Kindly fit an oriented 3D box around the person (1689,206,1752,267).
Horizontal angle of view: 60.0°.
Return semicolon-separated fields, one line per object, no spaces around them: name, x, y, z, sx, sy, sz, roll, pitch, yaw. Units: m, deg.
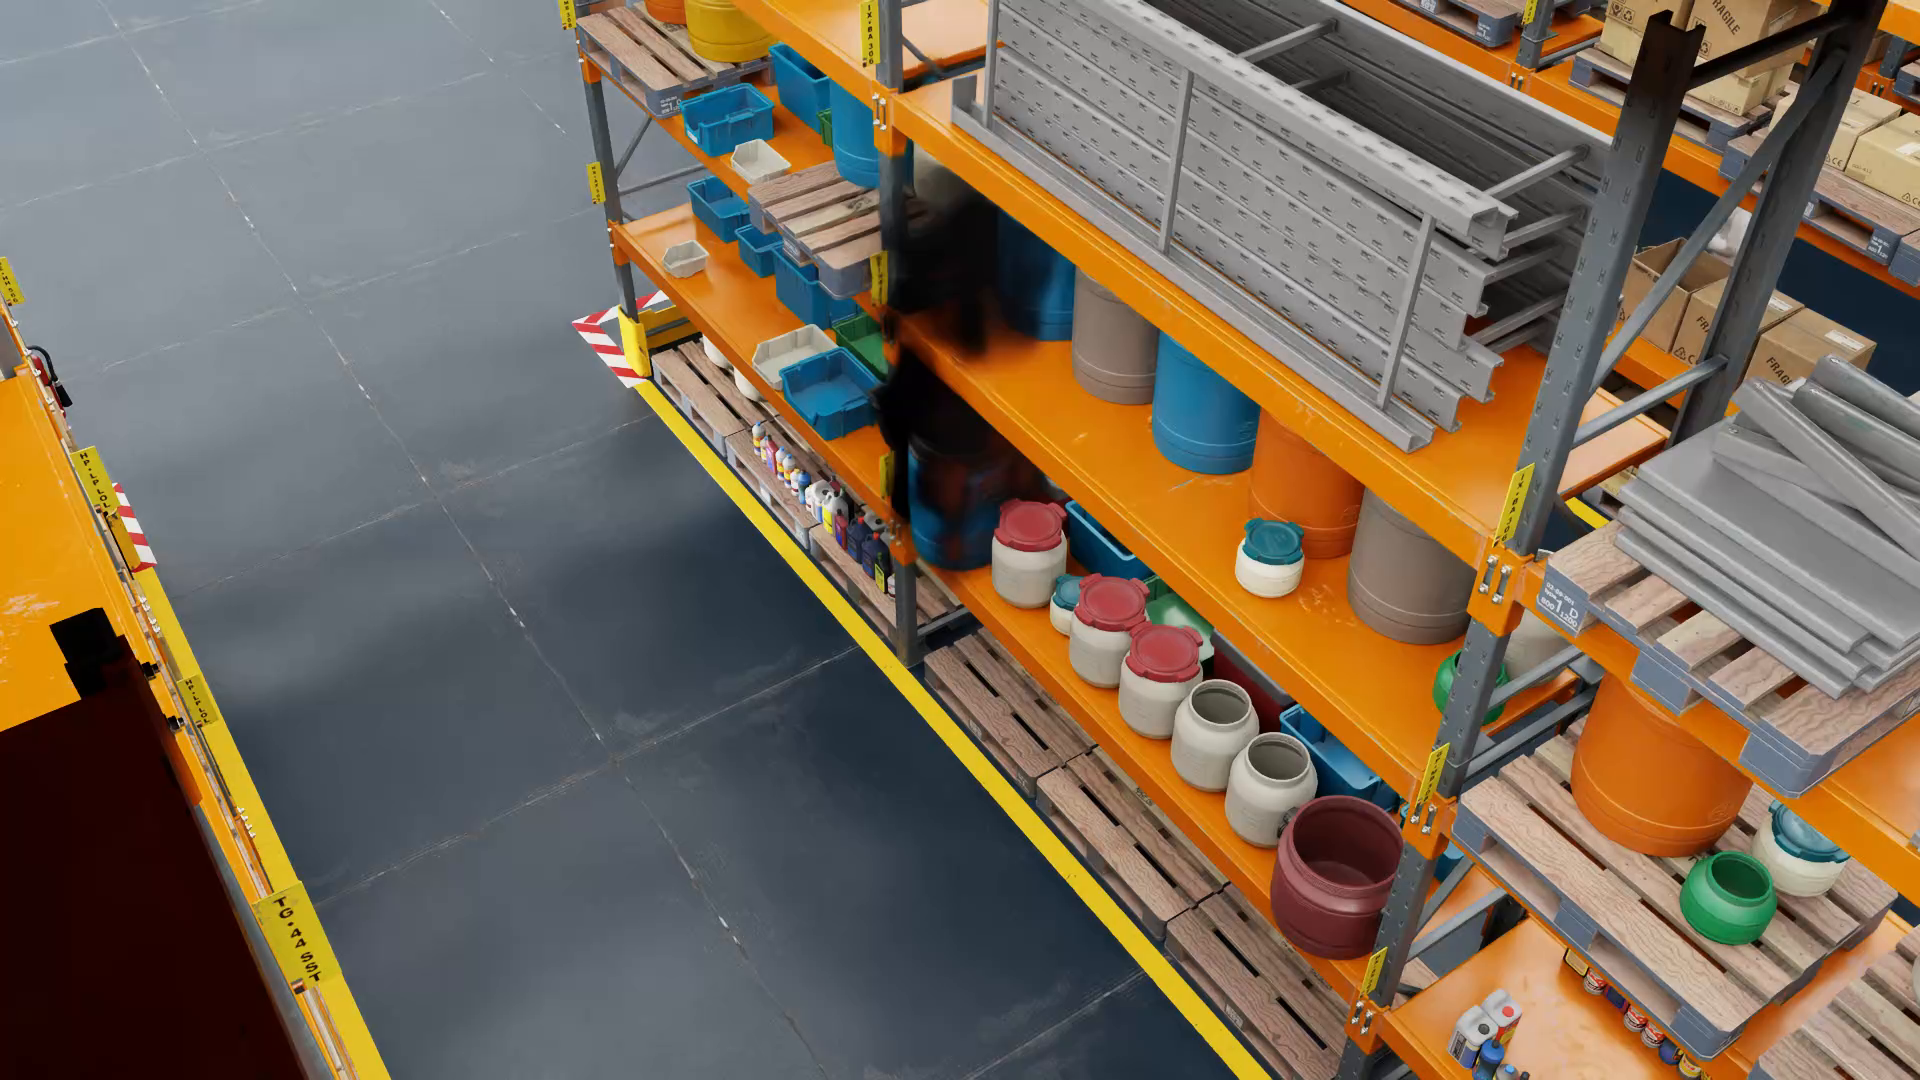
person;5.941;-2.111;12.773;0.715;1.735;0.826;-32;51;-30
